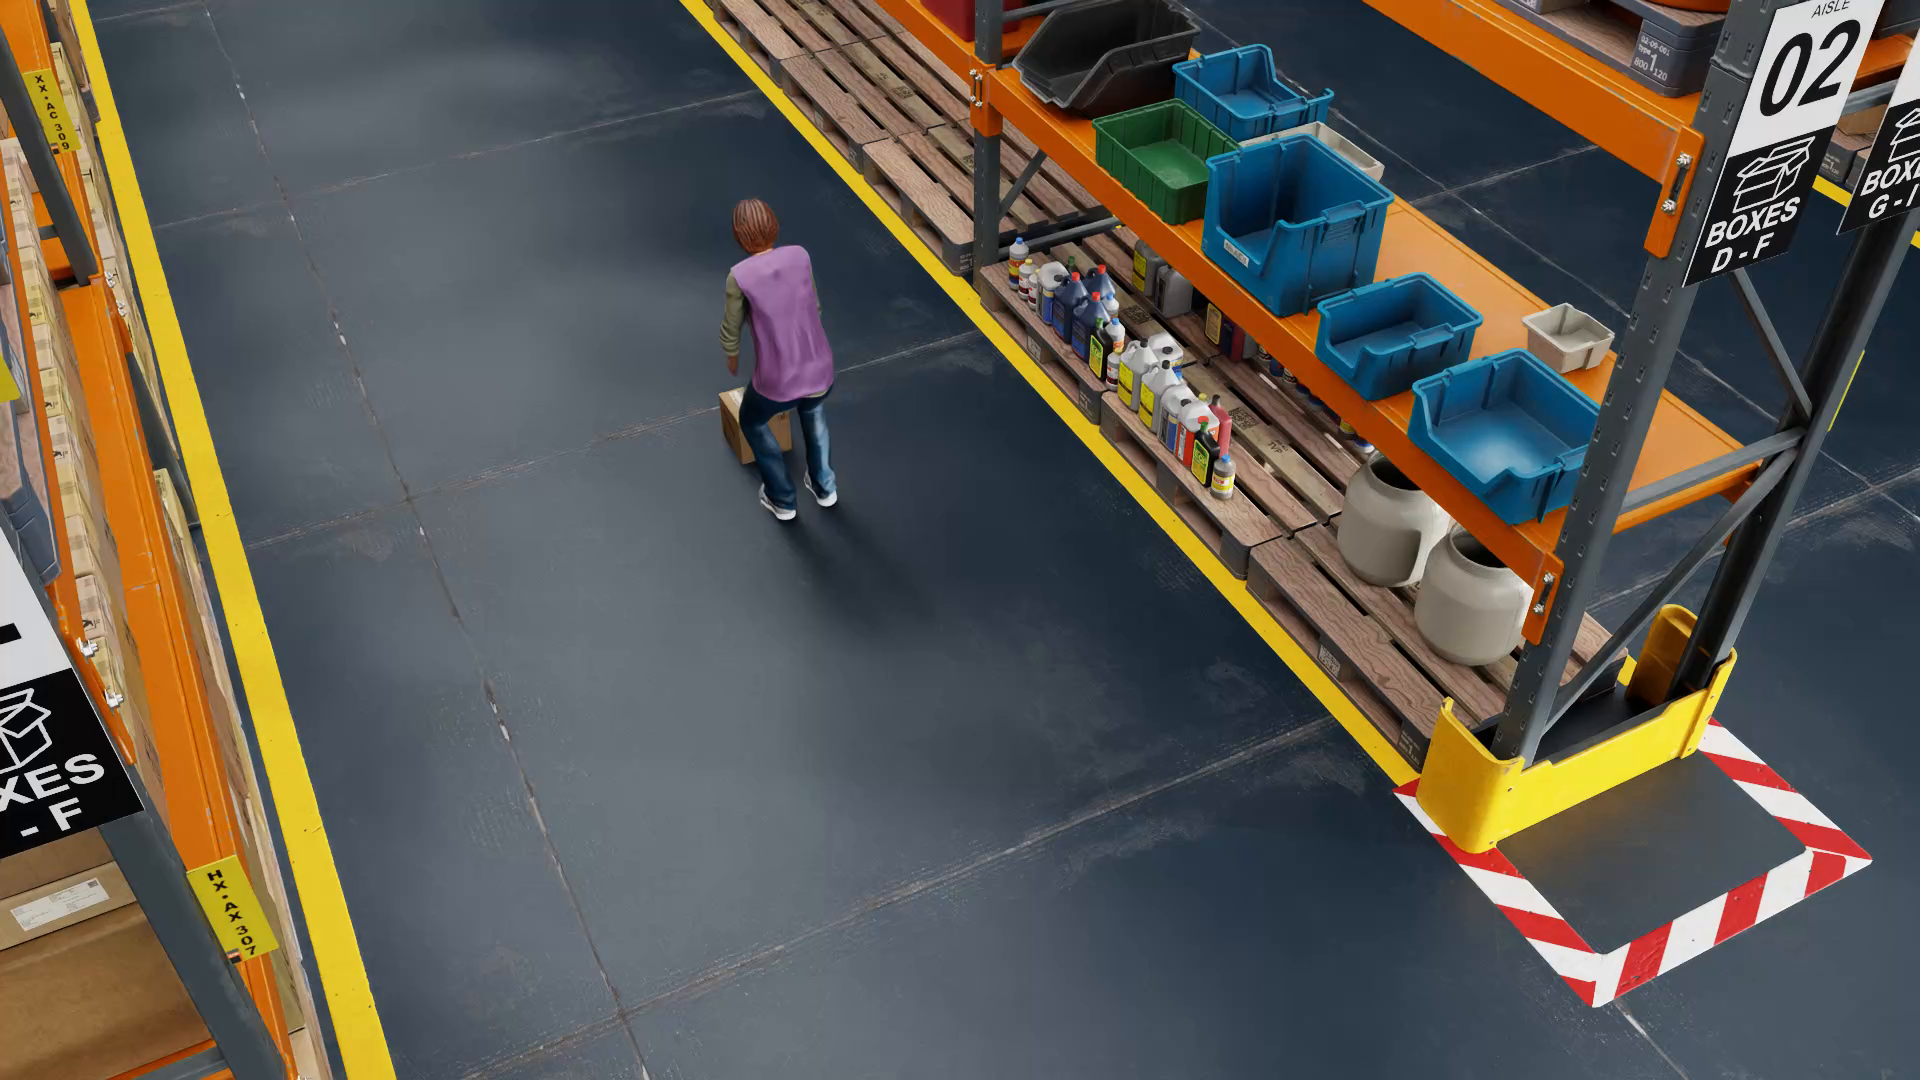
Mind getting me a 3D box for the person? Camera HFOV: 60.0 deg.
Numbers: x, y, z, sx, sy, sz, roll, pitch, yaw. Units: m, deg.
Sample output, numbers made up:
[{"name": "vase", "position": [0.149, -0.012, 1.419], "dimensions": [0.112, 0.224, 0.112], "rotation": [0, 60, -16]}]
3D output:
[{"name": "person", "position": [-0.774, -0.729, 7.089], "dimensions": [0.451, 1.464, 0.518], "rotation": [-18, 45, -19]}]
